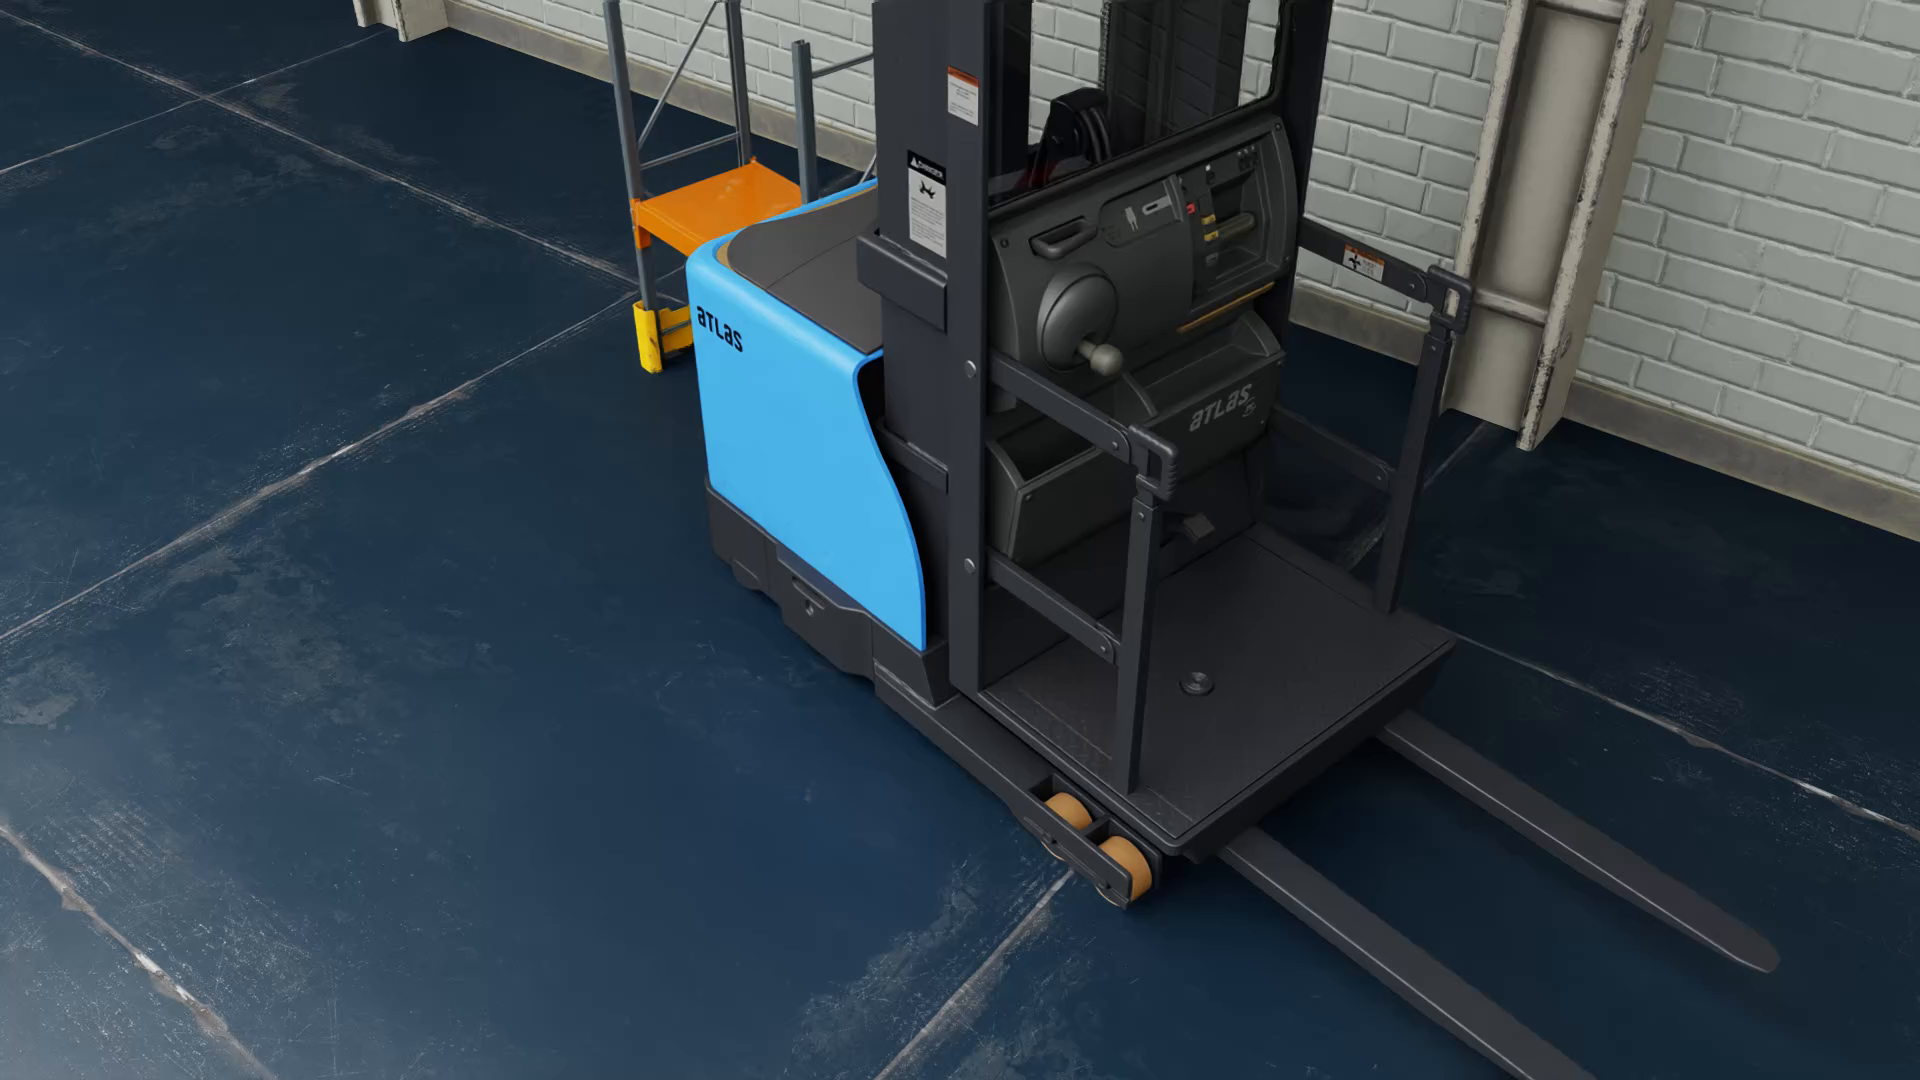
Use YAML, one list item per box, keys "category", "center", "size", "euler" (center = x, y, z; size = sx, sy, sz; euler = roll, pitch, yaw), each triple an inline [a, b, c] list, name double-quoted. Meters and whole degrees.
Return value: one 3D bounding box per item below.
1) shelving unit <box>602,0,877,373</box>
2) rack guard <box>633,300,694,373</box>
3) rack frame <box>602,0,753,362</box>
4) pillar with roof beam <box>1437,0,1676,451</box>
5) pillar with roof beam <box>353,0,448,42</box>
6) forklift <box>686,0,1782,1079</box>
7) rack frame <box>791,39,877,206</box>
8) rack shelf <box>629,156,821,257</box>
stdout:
- category: "shelving unit"
  center: [-0.594, -1.099, 5.437]
  size: [0.587, 1.500, 1.083]
  euler: [-28, 46, -31]
- category: "rack guard"
  center: [-0.922, -0.838, 6.117]
  size: [0.587, 0.250, 0.087]
  euler: [-28, 46, -31]
- category: "rack frame"
  center: [-0.935, -1.339, 5.743]
  size: [0.500, 1.500, 0.032]
  euler: [-28, 46, -31]
- category: "pillar with roof beam"
  center: [-0.746, -1.882, 0.354]
  size: [0.400, 9.000, 9.100]
  euler: [25, 45, 29]
- category: "pillar with roof beam"
  center: [-5.512, -4.129, 3.225]
  size: [0.400, 9.000, 9.100]
  euler: [25, 45, 29]
- category: "forklift"
  center: [0.582, -0.612, 3.654]
  size: [1.130, 2.935, 3.031]
  euler: [-28, 46, -31]
- category: "rack frame"
  center: [-0.265, -0.867, 5.141]
  size: [0.500, 1.500, 0.032]
  euler: [-28, 46, -31]
- category: "rack shelf"
  center: [-0.600, -0.961, 5.553]
  size: [0.538, 0.185, 1.000]
  euler: [-28, 46, -31]
